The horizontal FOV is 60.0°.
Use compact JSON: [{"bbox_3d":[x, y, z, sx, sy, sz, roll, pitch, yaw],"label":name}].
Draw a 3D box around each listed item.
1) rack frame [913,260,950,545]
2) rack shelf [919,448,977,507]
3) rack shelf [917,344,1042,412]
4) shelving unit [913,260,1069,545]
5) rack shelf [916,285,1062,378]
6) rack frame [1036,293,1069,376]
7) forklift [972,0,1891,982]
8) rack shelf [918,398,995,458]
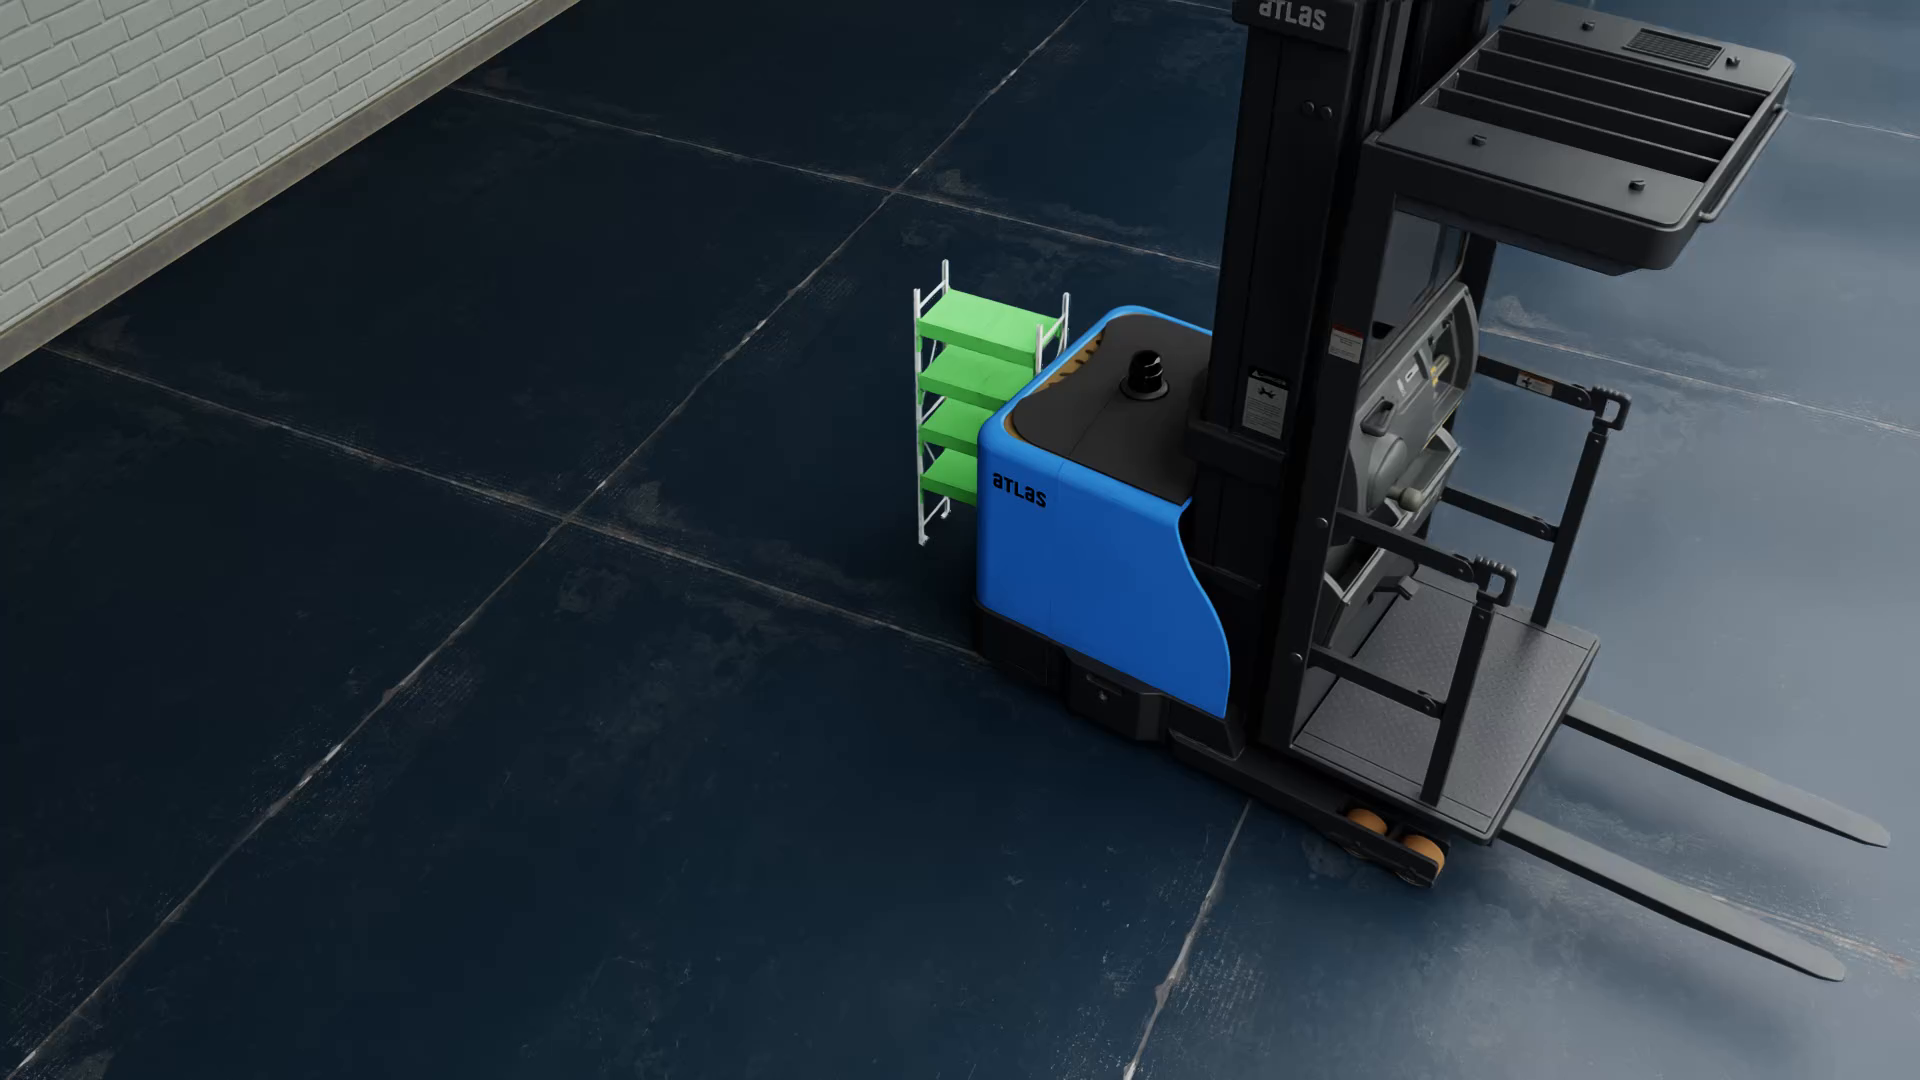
[{"bbox_3d":[-0.105,-0.506,6.417,0.015,1.200,0.240,19,44,20],"label":"rack frame"},{"bbox_3d":[0.111,-0.202,6.531,0.480,0.148,0.258,19,44,20],"label":"rack shelf"},{"bbox_3d":[0.111,-0.565,6.217,0.480,0.148,0.258,19,44,20],"label":"rack shelf"},{"bbox_3d":[0.111,-0.432,6.332,0.503,1.200,0.258,19,44,20],"label":"shelving unit"},{"bbox_3d":[0.111,-0.746,6.059,0.480,0.148,0.258,19,44,20],"label":"rack shelf"},{"bbox_3d":[0.328,-0.358,6.247,0.015,1.200,0.240,19,44,20],"label":"rack frame"},{"bbox_3d":[1.546,-0.378,4.948,3.031,2.935,1.130,24,46,25],"label":"forklift"},{"bbox_3d":[0.111,-0.383,6.374,0.480,0.148,0.258,19,44,20],"label":"rack shelf"}]
